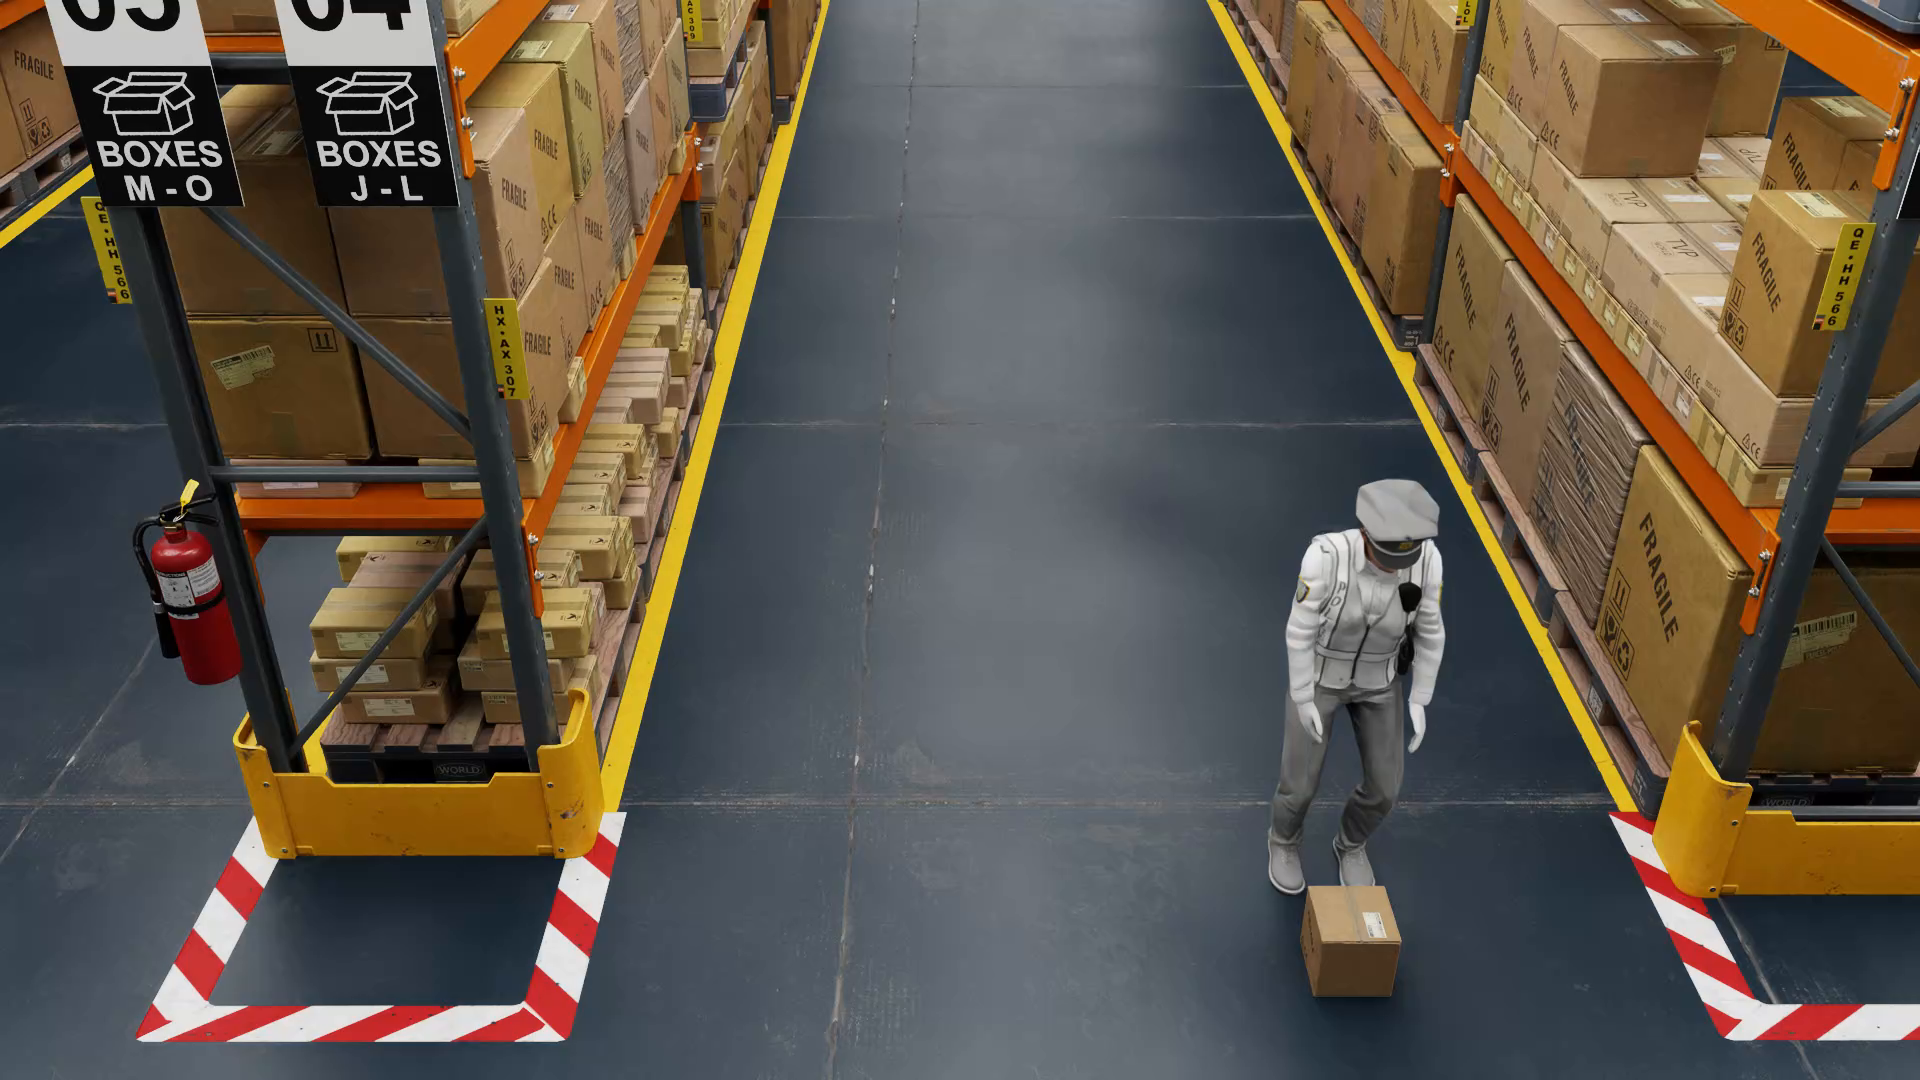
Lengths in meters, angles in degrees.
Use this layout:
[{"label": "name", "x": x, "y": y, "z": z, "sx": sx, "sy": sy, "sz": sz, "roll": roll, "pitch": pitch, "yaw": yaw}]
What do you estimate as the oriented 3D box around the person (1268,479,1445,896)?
[{"label": "person", "x": 1.291, "y": 0.493, "z": 5.406, "sx": 0.508, "sy": 1.604, "sz": 0.484, "roll": 1, "pitch": 32, "yaw": 1}]
